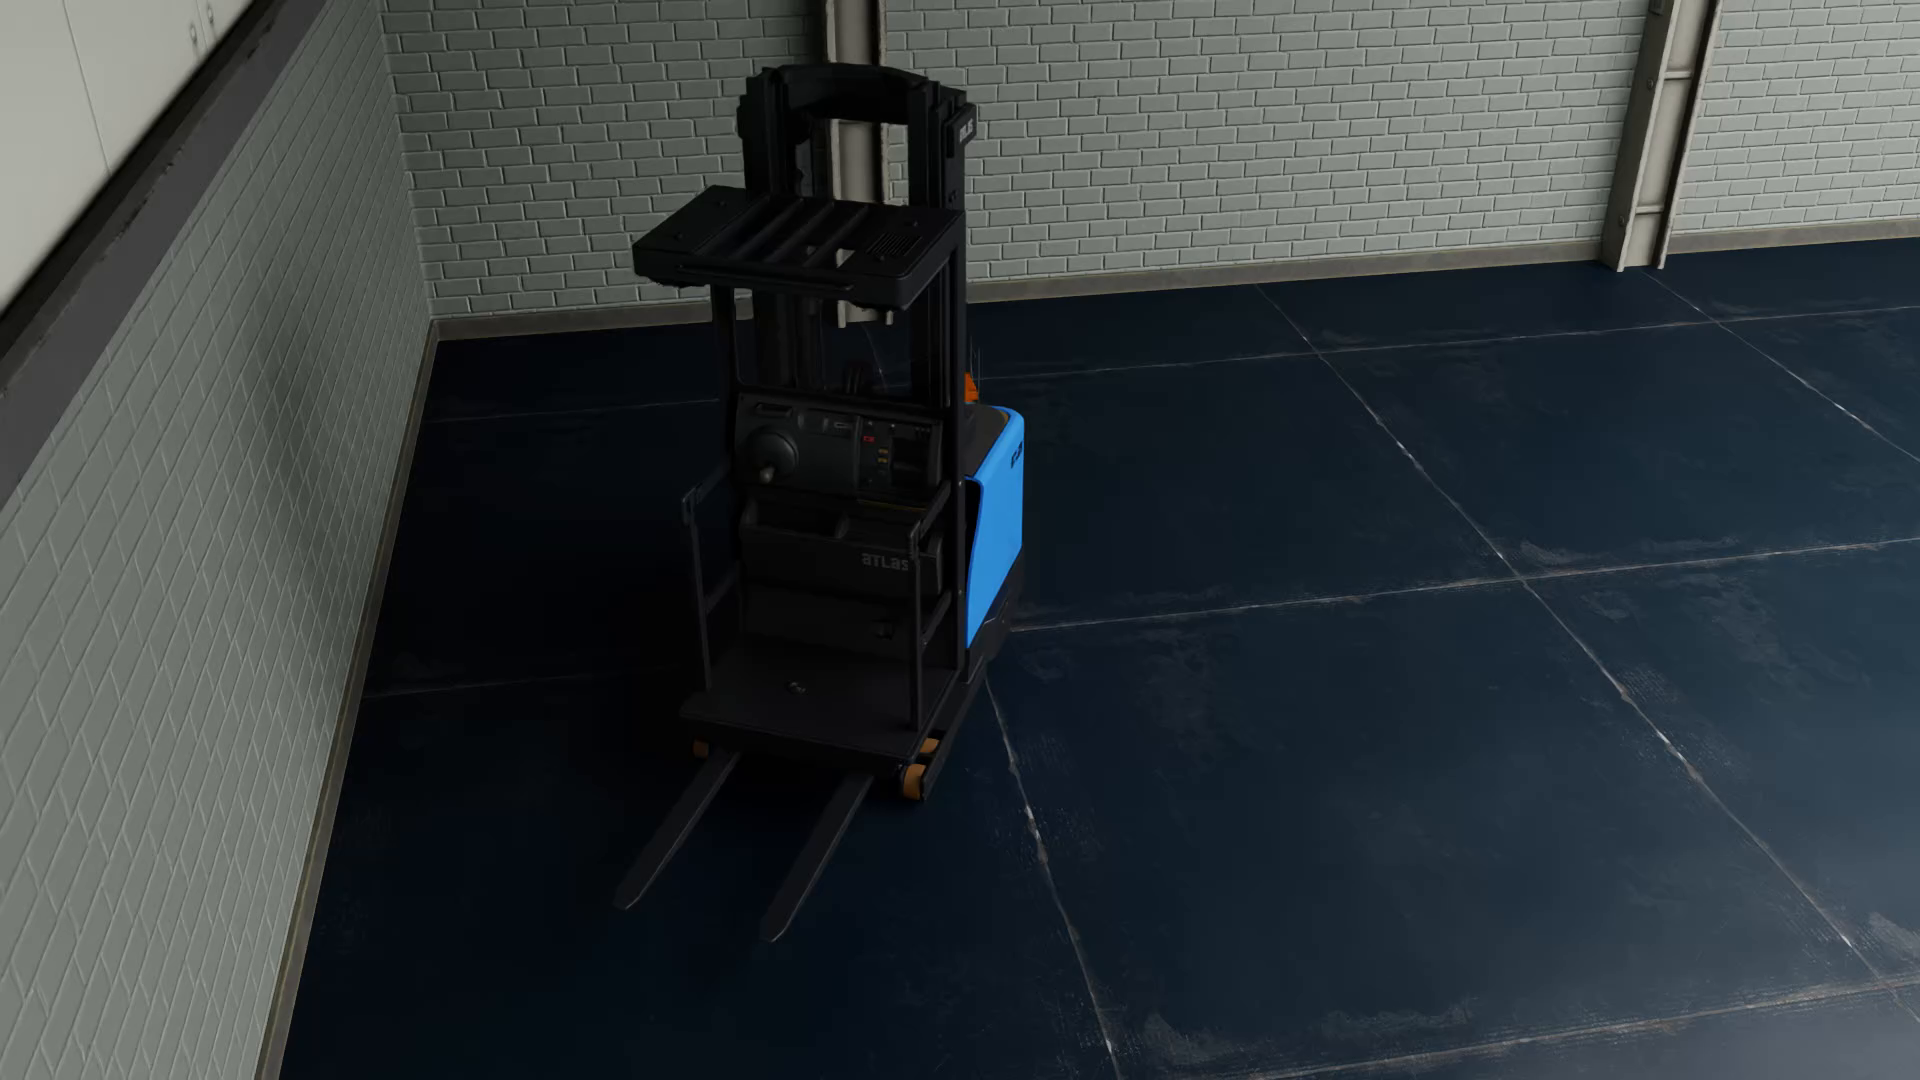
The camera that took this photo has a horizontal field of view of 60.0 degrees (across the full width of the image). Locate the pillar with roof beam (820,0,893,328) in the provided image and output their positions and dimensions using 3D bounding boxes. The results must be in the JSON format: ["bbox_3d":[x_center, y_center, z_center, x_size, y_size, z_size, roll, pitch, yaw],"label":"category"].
[{"bbox_3d":[0.075,-3.336,6.045,0.400,9.000,9.100,-5,31,-9],"label":"pillar with roof beam"}]

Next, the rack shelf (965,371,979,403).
[{"bbox_3d":[-0.014,-0.788,8.784,0.180,0.103,0.258,-5,31,-9],"label":"rack shelf"}]

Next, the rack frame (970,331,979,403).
[{"bbox_3d":[0.076,-0.524,8.958,0.006,1.200,0.240,-5,31,-9],"label":"rack frame"}]

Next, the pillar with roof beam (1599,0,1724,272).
[{"bbox_3d":[5.976,-3.883,6.976,0.400,9.000,9.100,-5,31,-9],"label":"pillar with roof beam"}]

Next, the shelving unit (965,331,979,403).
[{"bbox_3d":[-0.014,-0.516,8.944,0.189,1.200,0.258,-5,31,-9],"label":"shelving unit"}]

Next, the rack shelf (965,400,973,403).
[{"bbox_3d":[-0.014,-0.684,8.845,0.180,0.103,0.258,-5,31,-9],"label":"rack shelf"}]

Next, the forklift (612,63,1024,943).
[{"bbox_3d":[-0.584,-0.344,6.943,1.130,2.935,3.031,9,32,15],"label":"forklift"}]
